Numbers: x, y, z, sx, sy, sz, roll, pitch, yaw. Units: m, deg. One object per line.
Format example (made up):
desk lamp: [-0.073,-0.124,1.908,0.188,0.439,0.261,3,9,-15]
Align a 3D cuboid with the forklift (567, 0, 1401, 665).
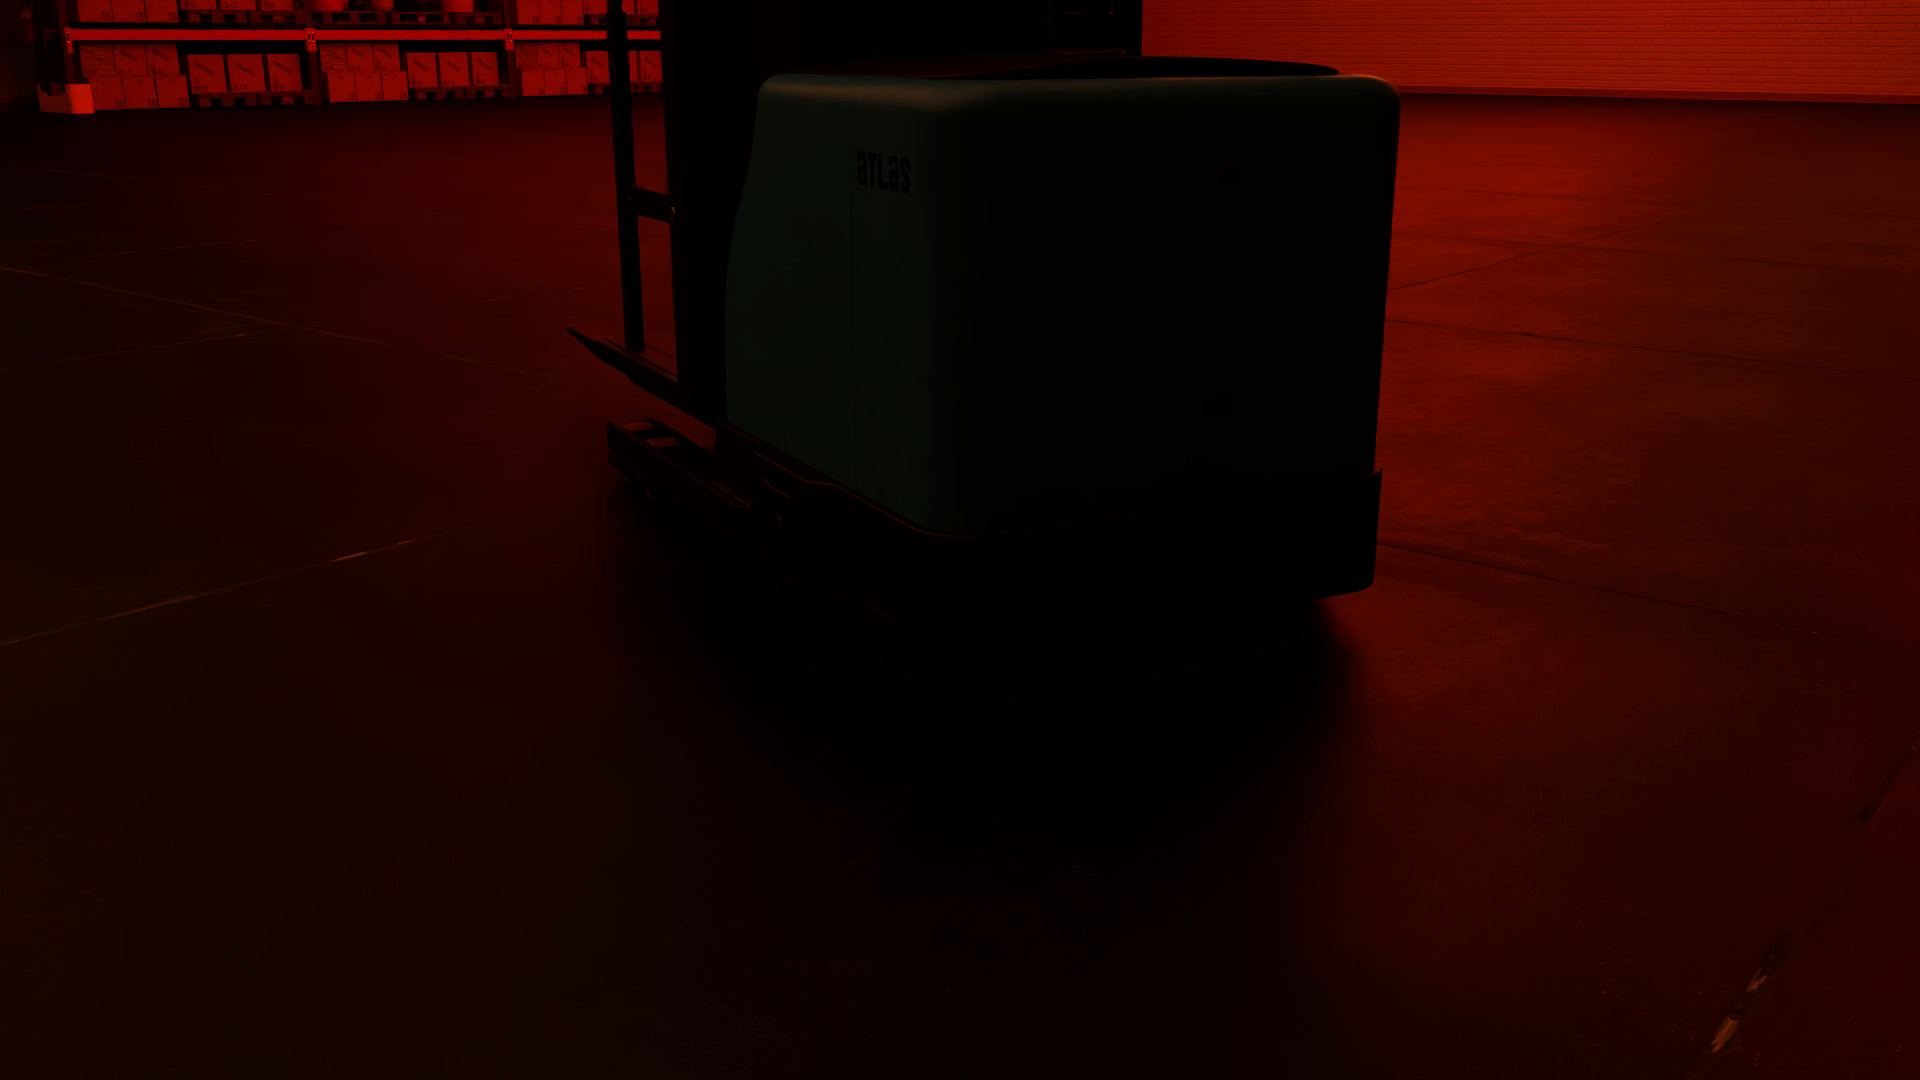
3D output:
forklift: [-0.288,-1.559,4.031,1.130,2.935,3.031,-9,19,-27]
